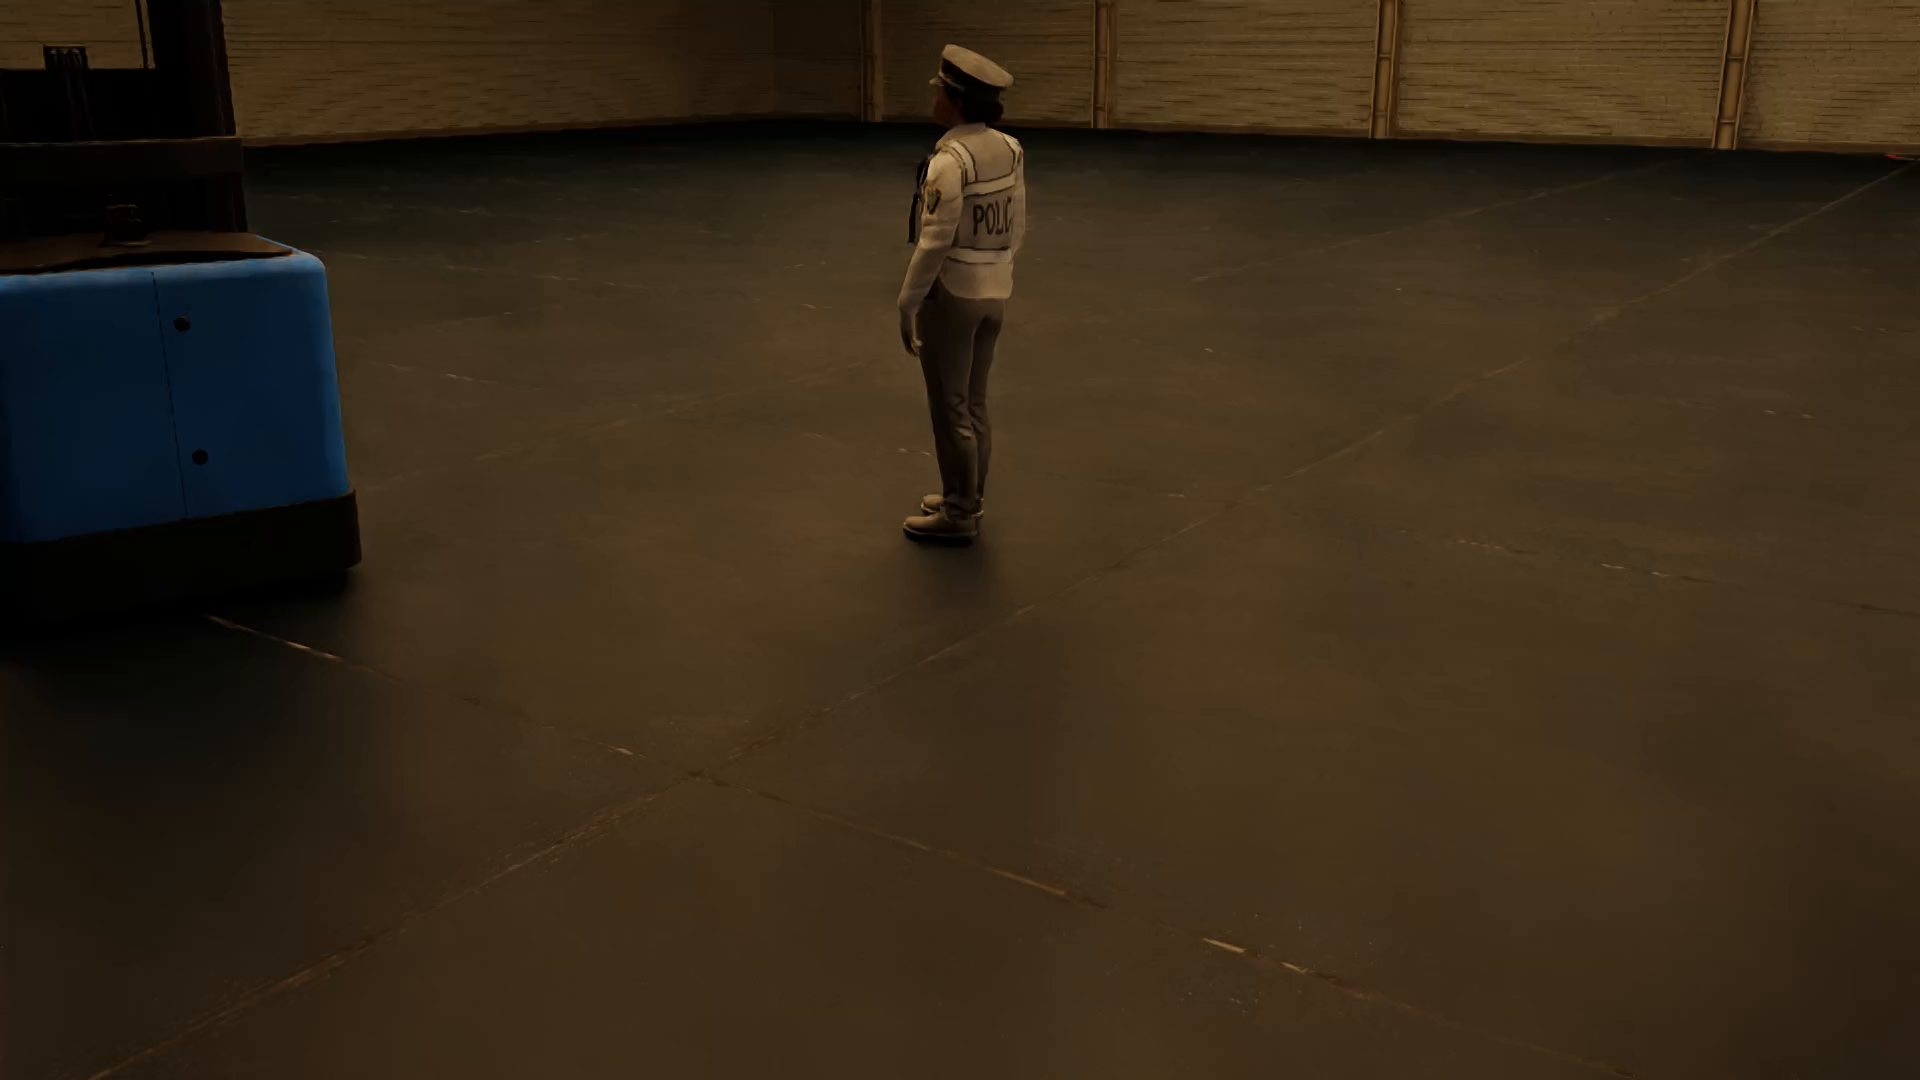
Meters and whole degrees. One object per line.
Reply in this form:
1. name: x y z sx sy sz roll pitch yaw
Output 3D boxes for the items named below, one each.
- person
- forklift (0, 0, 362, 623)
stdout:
1. person: -0.052 -0.832 5.746 0.533 1.695 0.586 11 20 33
2. forklift: -3.231 -1.520 5.917 1.130 2.935 3.031 -12 20 -34
